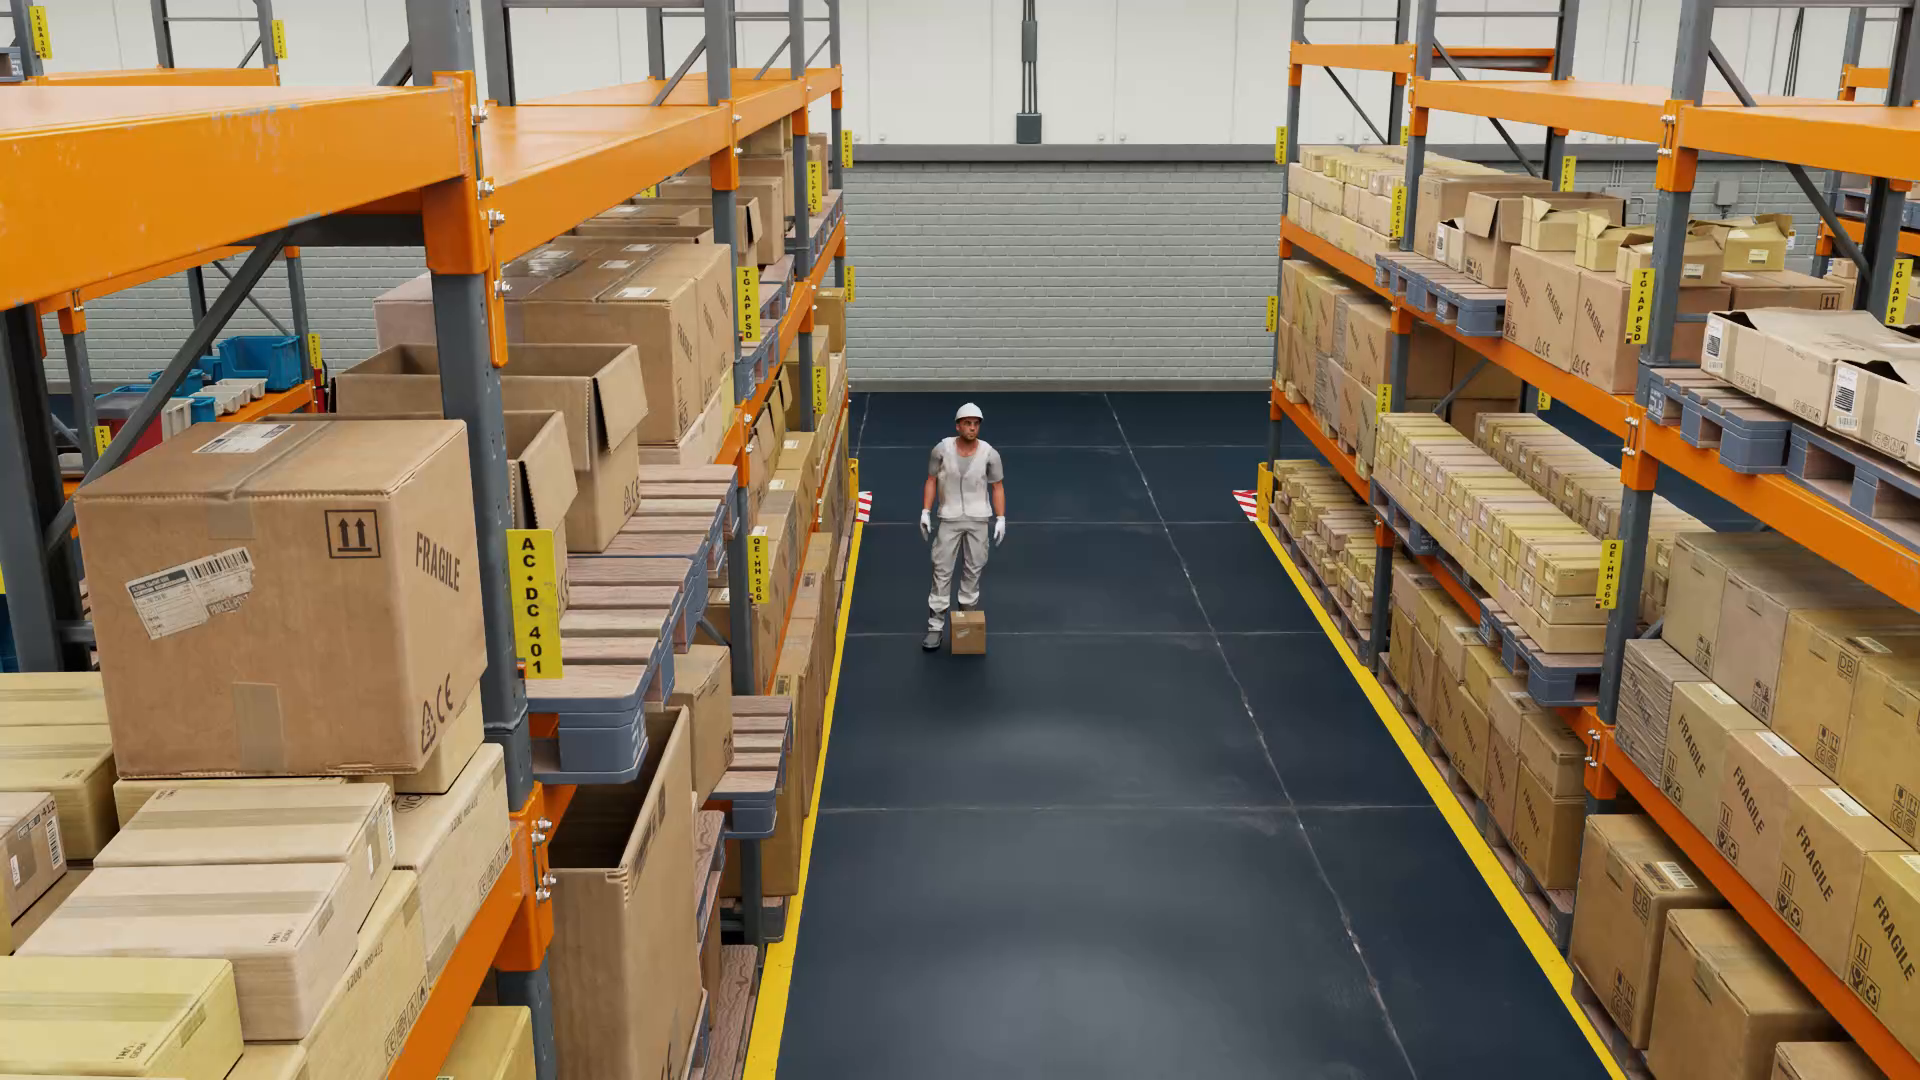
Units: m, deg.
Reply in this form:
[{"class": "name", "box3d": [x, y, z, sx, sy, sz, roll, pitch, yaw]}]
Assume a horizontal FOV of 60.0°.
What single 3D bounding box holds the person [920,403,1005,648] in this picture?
[{"class": "person", "box3d": [0.020, -0.111, 12.334, 0.637, 1.787, 0.565, 0, 17, -1]}]
